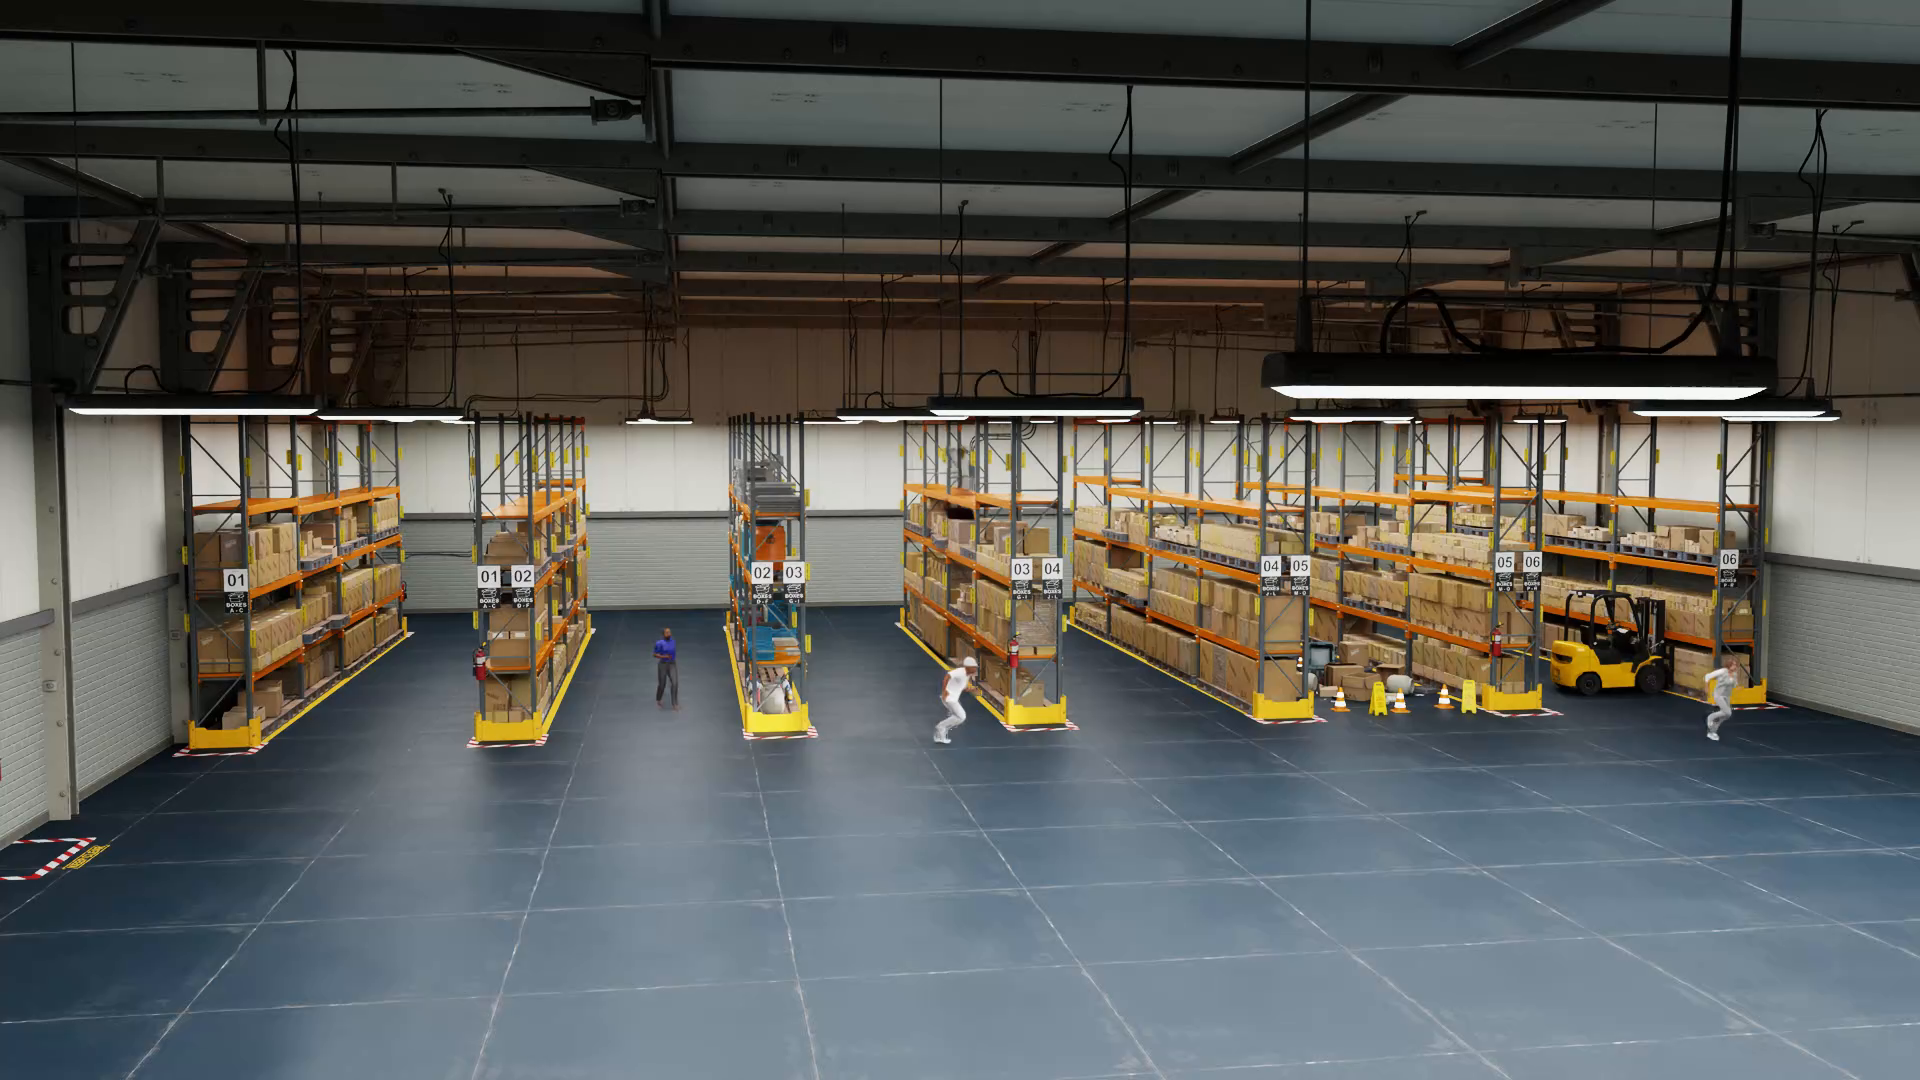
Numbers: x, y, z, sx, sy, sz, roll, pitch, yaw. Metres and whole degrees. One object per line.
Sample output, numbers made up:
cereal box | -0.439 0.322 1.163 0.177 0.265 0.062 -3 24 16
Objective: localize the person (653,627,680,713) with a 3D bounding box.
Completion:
person | -5.941 2.602 33.588 0.569 1.696 0.851 -2 5 -31

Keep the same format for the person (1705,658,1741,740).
person | 13.952 2.905 30.355 0.524 1.526 0.665 -2 4 -25

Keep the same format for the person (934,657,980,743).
person | -0.073 2.895 29.975 0.838 1.578 0.735 1 4 15
